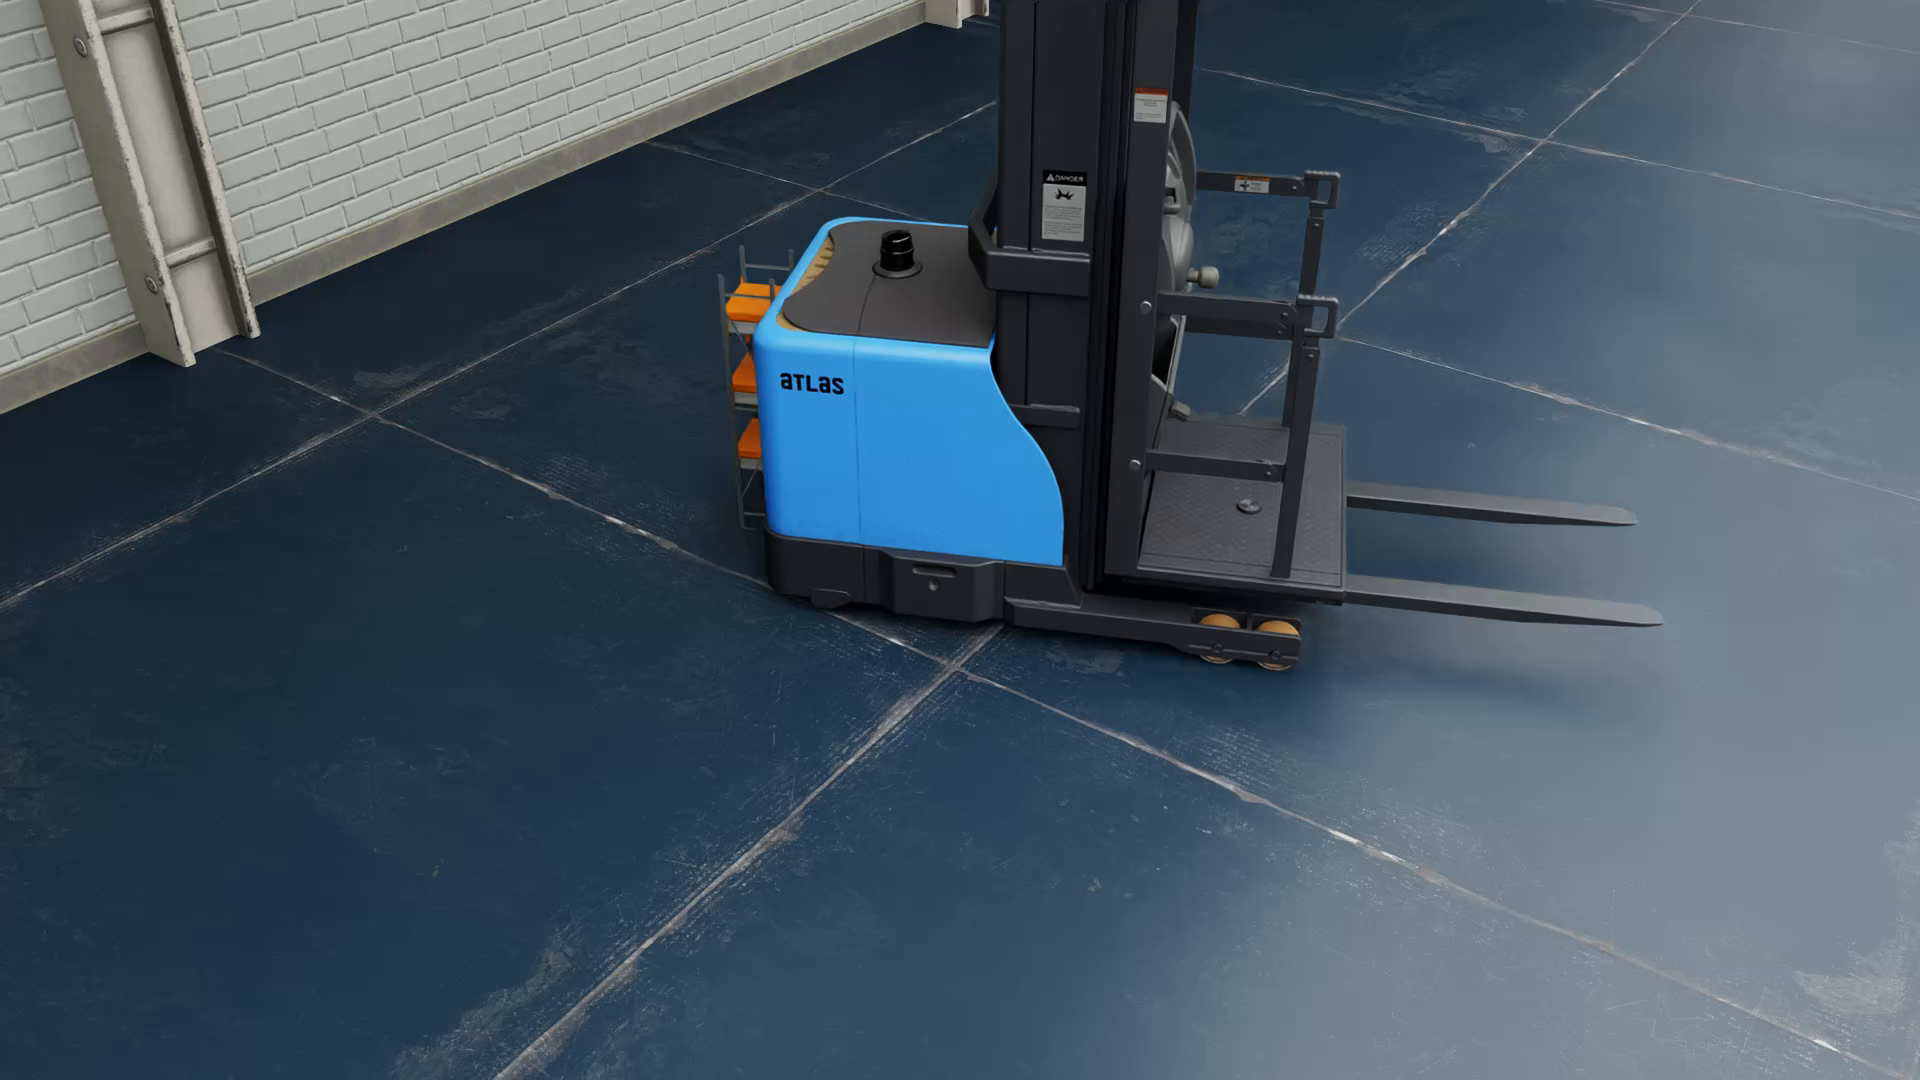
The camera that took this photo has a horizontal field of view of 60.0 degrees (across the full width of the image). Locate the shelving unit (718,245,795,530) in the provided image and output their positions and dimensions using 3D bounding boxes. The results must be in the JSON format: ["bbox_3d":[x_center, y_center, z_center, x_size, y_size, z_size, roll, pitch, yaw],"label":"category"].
[{"bbox_3d":[-0.712,-0.536,6.105,0.215,1.050,0.252,6,35,9],"label":"shelving unit"}]

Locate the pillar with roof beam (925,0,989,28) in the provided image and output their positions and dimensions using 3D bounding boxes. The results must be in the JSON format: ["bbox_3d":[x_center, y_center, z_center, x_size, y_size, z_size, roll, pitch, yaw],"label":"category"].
[{"bbox_3d":[3.506,-6.020,7.118,9.100,9.000,0.400,21,39,28],"label":"pillar with roof beam"}]

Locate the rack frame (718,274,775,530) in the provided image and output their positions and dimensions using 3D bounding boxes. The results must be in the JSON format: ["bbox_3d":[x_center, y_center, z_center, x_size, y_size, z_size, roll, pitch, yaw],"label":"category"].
[{"bbox_3d":[-0.735,-0.469,6.006,0.200,1.050,0.008,6,35,9],"label":"rack frame"}]

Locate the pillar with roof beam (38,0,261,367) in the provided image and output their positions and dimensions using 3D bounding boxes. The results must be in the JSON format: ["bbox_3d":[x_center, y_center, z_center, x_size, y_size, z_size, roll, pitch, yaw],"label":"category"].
[{"bbox_3d":[0.085,-3.258,3.035,9.100,9.000,0.400,21,39,28],"label":"pillar with roof beam"}]

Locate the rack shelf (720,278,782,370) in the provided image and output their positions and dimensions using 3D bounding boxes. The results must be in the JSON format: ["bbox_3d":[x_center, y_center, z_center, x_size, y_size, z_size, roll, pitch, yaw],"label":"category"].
[{"bbox_3d":[-0.712,-0.762,5.952,0.215,0.259,0.240,6,35,9],"label":"rack shelf"}]

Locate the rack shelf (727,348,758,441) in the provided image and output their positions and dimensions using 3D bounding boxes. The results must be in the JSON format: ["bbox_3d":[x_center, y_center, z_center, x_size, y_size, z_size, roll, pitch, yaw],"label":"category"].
[{"bbox_3d":[-0.712,-0.527,6.111,0.215,0.259,0.240,6,35,9],"label":"rack shelf"}]

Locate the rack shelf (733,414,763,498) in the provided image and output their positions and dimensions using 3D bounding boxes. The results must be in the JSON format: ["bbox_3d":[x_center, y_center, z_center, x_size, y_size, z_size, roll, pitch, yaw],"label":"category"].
[{"bbox_3d":[-0.712,-0.297,6.267,0.215,0.259,0.240,6,35,9],"label":"rack shelf"}]

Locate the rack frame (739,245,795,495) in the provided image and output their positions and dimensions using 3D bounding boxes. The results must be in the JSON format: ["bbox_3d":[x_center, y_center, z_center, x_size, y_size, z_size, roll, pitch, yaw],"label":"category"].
[{"bbox_3d":[-0.689,-0.603,6.204,0.200,1.050,0.008,6,35,9],"label":"rack frame"}]

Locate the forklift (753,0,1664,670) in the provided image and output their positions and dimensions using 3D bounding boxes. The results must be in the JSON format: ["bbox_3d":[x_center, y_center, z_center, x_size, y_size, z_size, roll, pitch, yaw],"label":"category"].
[{"bbox_3d":[0.883,-1.100,5.261,3.031,2.935,1.130,6,35,9],"label":"forklift"}]
